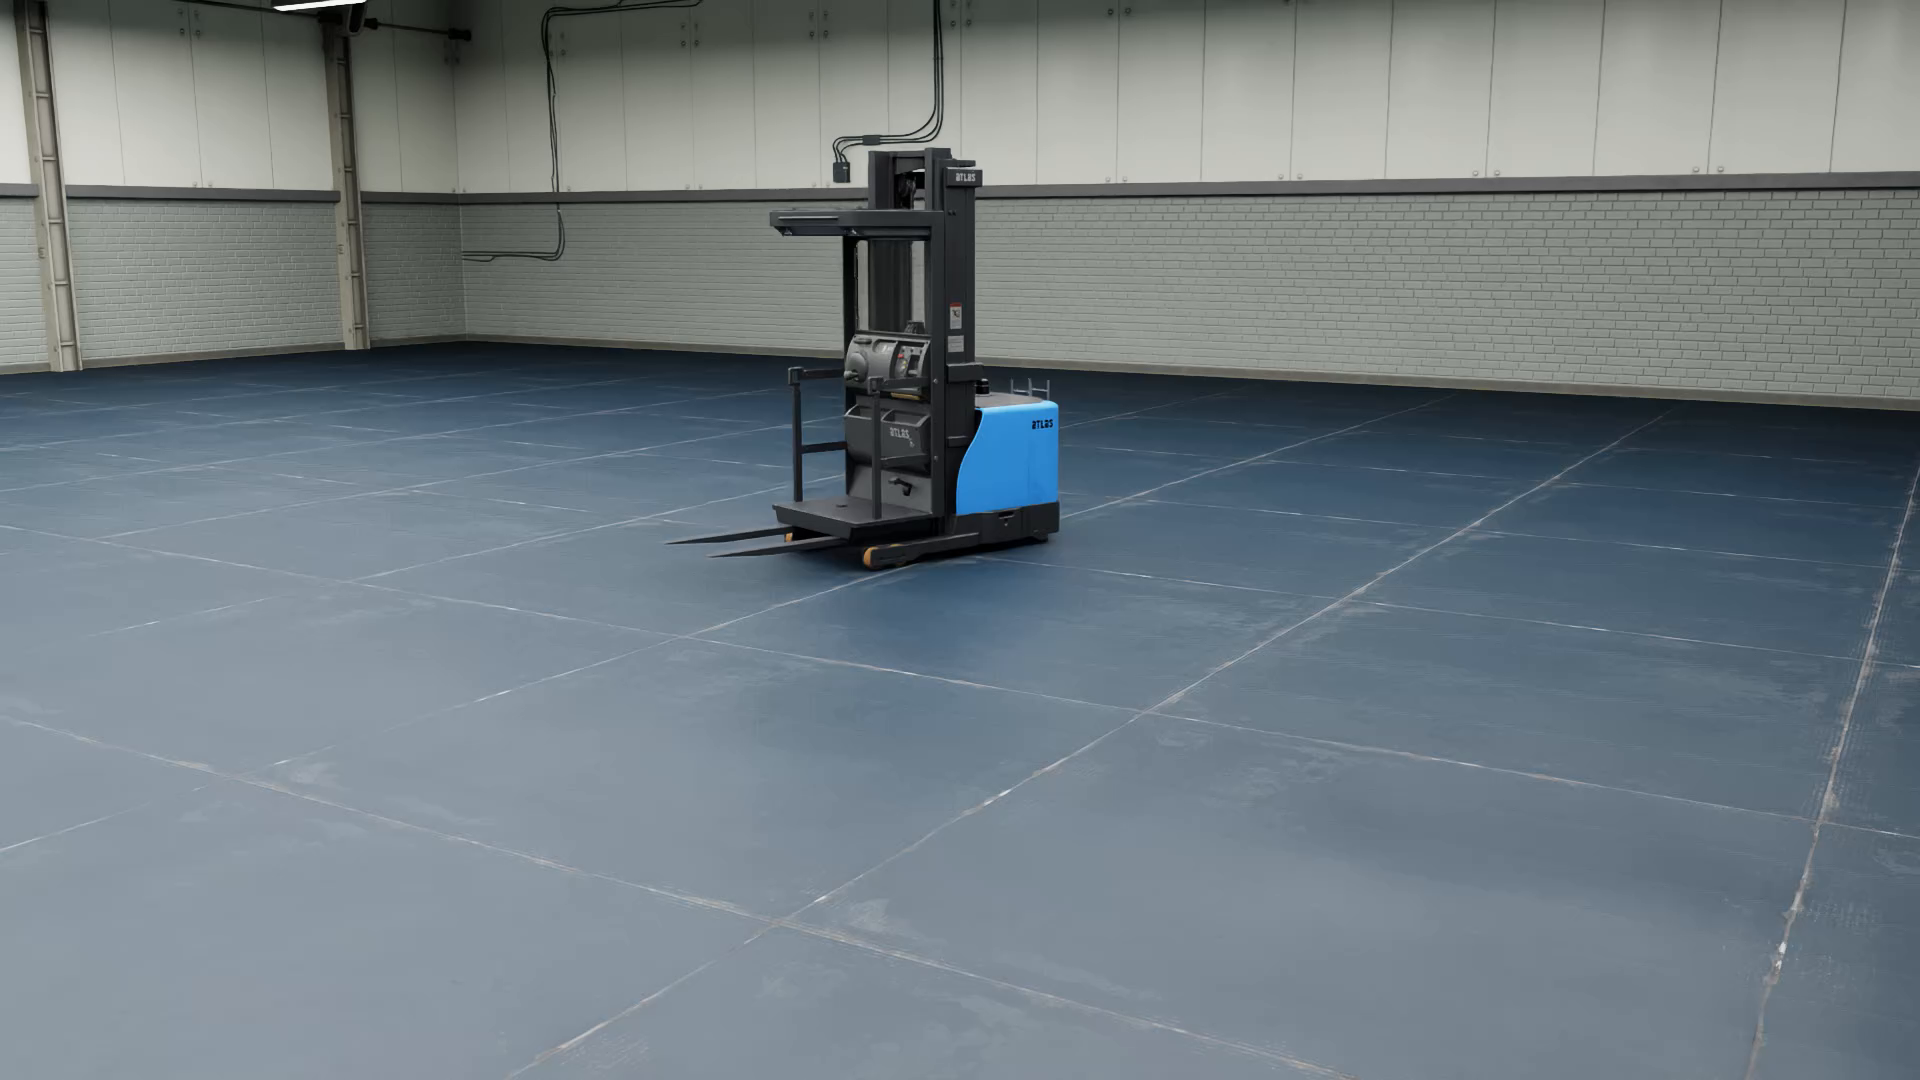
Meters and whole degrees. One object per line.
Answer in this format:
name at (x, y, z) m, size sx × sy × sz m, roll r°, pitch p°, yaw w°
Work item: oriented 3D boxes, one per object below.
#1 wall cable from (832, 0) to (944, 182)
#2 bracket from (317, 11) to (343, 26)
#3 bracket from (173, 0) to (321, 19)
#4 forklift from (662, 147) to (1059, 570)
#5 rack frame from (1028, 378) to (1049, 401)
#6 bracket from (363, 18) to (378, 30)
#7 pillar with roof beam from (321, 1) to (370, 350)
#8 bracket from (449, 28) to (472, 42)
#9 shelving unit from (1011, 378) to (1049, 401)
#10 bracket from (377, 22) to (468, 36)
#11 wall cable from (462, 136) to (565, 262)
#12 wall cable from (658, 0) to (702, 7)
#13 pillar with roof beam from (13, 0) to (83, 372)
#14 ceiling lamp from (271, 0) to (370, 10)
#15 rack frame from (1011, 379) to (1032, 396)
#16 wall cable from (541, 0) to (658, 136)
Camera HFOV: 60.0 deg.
wall cable at (-1.302, -9.346, 29.097) m, size 2.305 × 6.003 × 0.169 m, roll 6°, pitch 12°, yaw 31°
bracket at (-11.979, -9.917, 31.607) m, size 0.235 × 0.232 × 0.430 m, roll 6°, pitch 12°, yaw 31°
bracket at (-13.317, -9.512, 29.442) m, size 0.076 × 0.066 × 4.783 m, roll 6°, pitch 12°, yaw 31°
forklift at (-0.694, -1.336, 12.041) m, size 3.031 × 2.935 × 1.130 m, roll -9°, pitch 14°, yaw -39°
rack frame at (0.624, -0.684, 13.264) m, size 0.006 × 1.200 × 0.240 m, roll -9°, pitch 14°, yaw -39°
bracket at (-11.548, -10.048, 32.304) m, size 0.235 × 0.232 × 0.430 m, roll 6°, pitch 12°, yaw 31°
pillar with roof beam at (-8.388, -7.836, 30.271) m, size 9.100 × 9.000 × 0.548 m, roll 6°, pitch 12°, yaw 31°
bracket at (-10.318, -10.421, 34.295) m, size 0.235 × 0.232 × 0.430 m, roll 6°, pitch 12°, yaw 31°
shelving unit at (0.554, -0.674, 13.207) m, size 0.189 × 1.200 × 0.258 m, roll -9°, pitch 14°, yaw -39°
bracket at (-10.625, -10.328, 33.799) m, size 0.076 × 0.066 × 3.189 m, roll 6°, pitch 12°, yaw 31°
wall cable at (-9.408, -7.058, 34.553) m, size 3.097 × 2.526 × 0.112 m, roll 6°, pitch 12°, yaw 31°
wall cable at (-4.450, -11.222, 30.710) m, size 3.097 × 2.526 × 0.112 m, roll 6°, pitch 12°, yaw 31°
pillar with roof beam at (-11.503, -6.892, 25.230) m, size 9.100 × 9.000 × 0.548 m, roll 6°, pitch 12°, yaw 31°
ceiling lamp at (-10.014, -10.055, 26.261) m, size 2.000 × 3.185 × 0.800 m, roll 6°, pitch 12°, yaw 31°
rack frame at (0.483, -0.663, 13.150) m, size 0.006 × 1.200 × 0.240 m, roll -9°, pitch 14°, yaw -39°
wall cable at (-7.095, -9.282, 32.708) m, size 3.097 × 2.526 × 0.112 m, roll 6°, pitch 12°, yaw 31°
